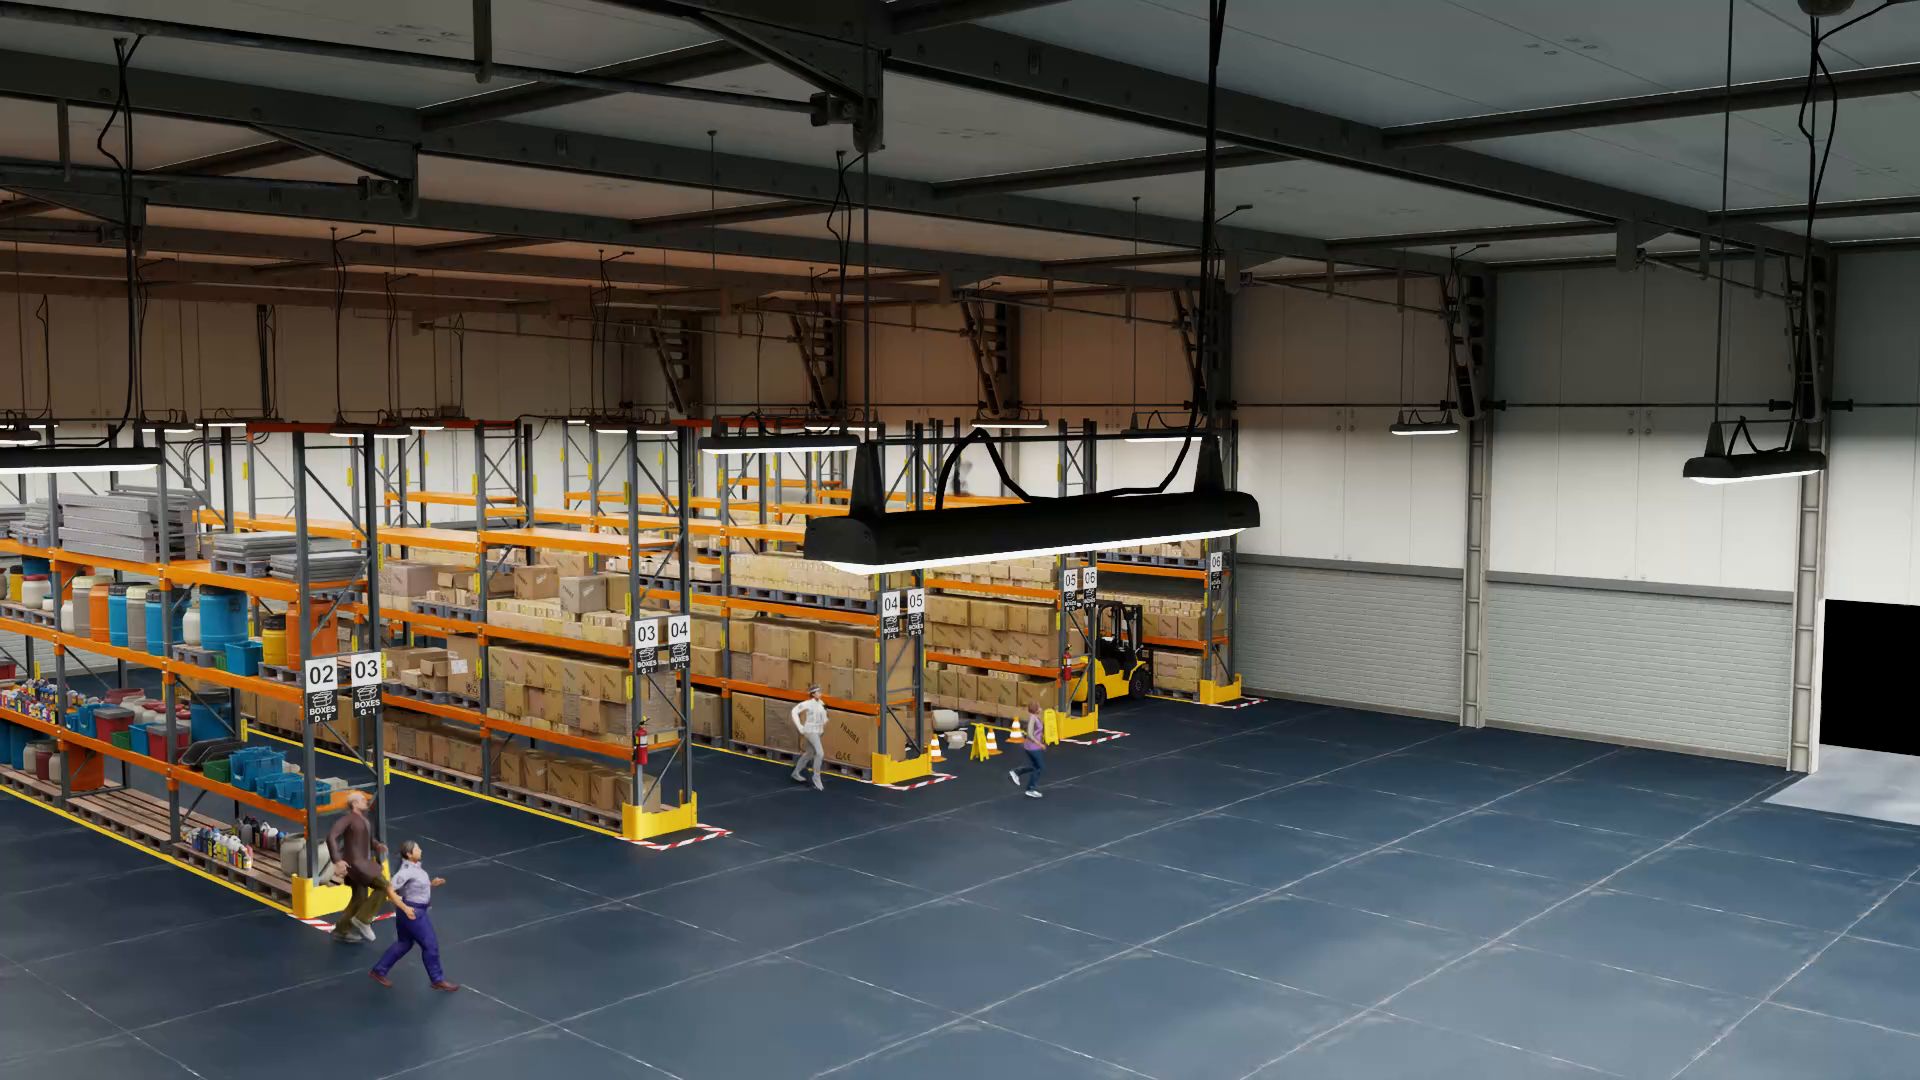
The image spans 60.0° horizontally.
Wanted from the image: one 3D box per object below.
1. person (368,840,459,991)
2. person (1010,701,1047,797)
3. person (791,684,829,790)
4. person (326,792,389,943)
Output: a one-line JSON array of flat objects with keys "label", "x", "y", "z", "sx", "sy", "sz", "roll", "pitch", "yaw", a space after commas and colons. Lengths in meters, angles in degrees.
[{"label": "person", "x": -5.875, "y": 4.132, "z": 17.833, "sx": 0.920, "sy": 1.458, "sz": 0.598, "roll": -2, "pitch": 5, "yaw": -20}, {"label": "person", "x": 1.104, "y": 3.367, "z": 26.866, "sx": 0.607, "sy": 1.578, "sz": 0.556, "roll": 0, "pitch": 5, "yaw": 4}, {"label": "person", "x": -2.466, "y": 3.242, "z": 27.670, "sx": 0.744, "sy": 1.723, "sz": 0.599, "roll": 3, "pitch": 5, "yaw": 29}, {"label": "person", "x": -7.077, "y": 3.846, "z": 19.688, "sx": 0.672, "sy": 1.710, "sz": 0.697, "roll": -1, "pitch": 5, "yaw": -7}]
